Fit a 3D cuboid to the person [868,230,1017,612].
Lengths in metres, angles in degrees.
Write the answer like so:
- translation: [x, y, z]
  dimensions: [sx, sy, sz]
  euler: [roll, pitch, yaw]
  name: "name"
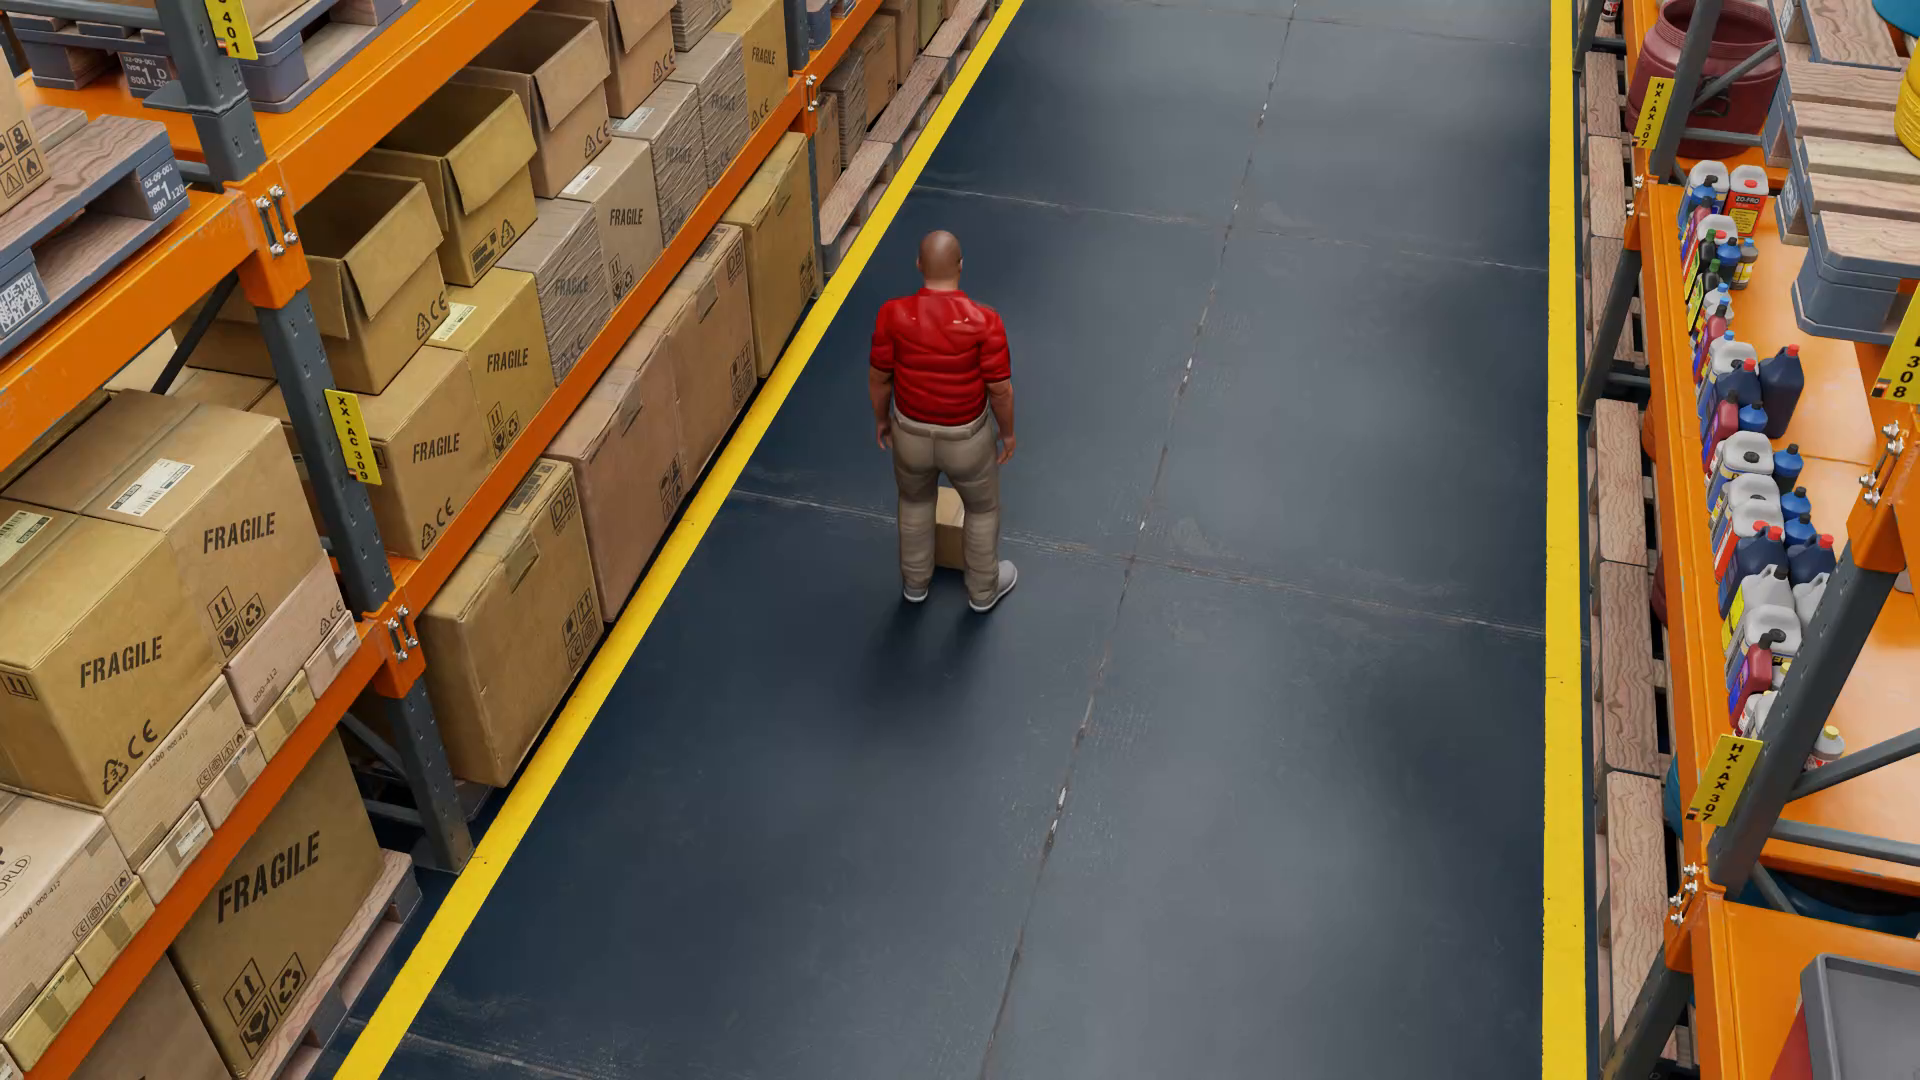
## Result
- translation: [-0.062, -0.442, 6.682]
  dimensions: [0.587, 1.725, 0.392]
  euler: [8, 41, 10]
  name: "person"
